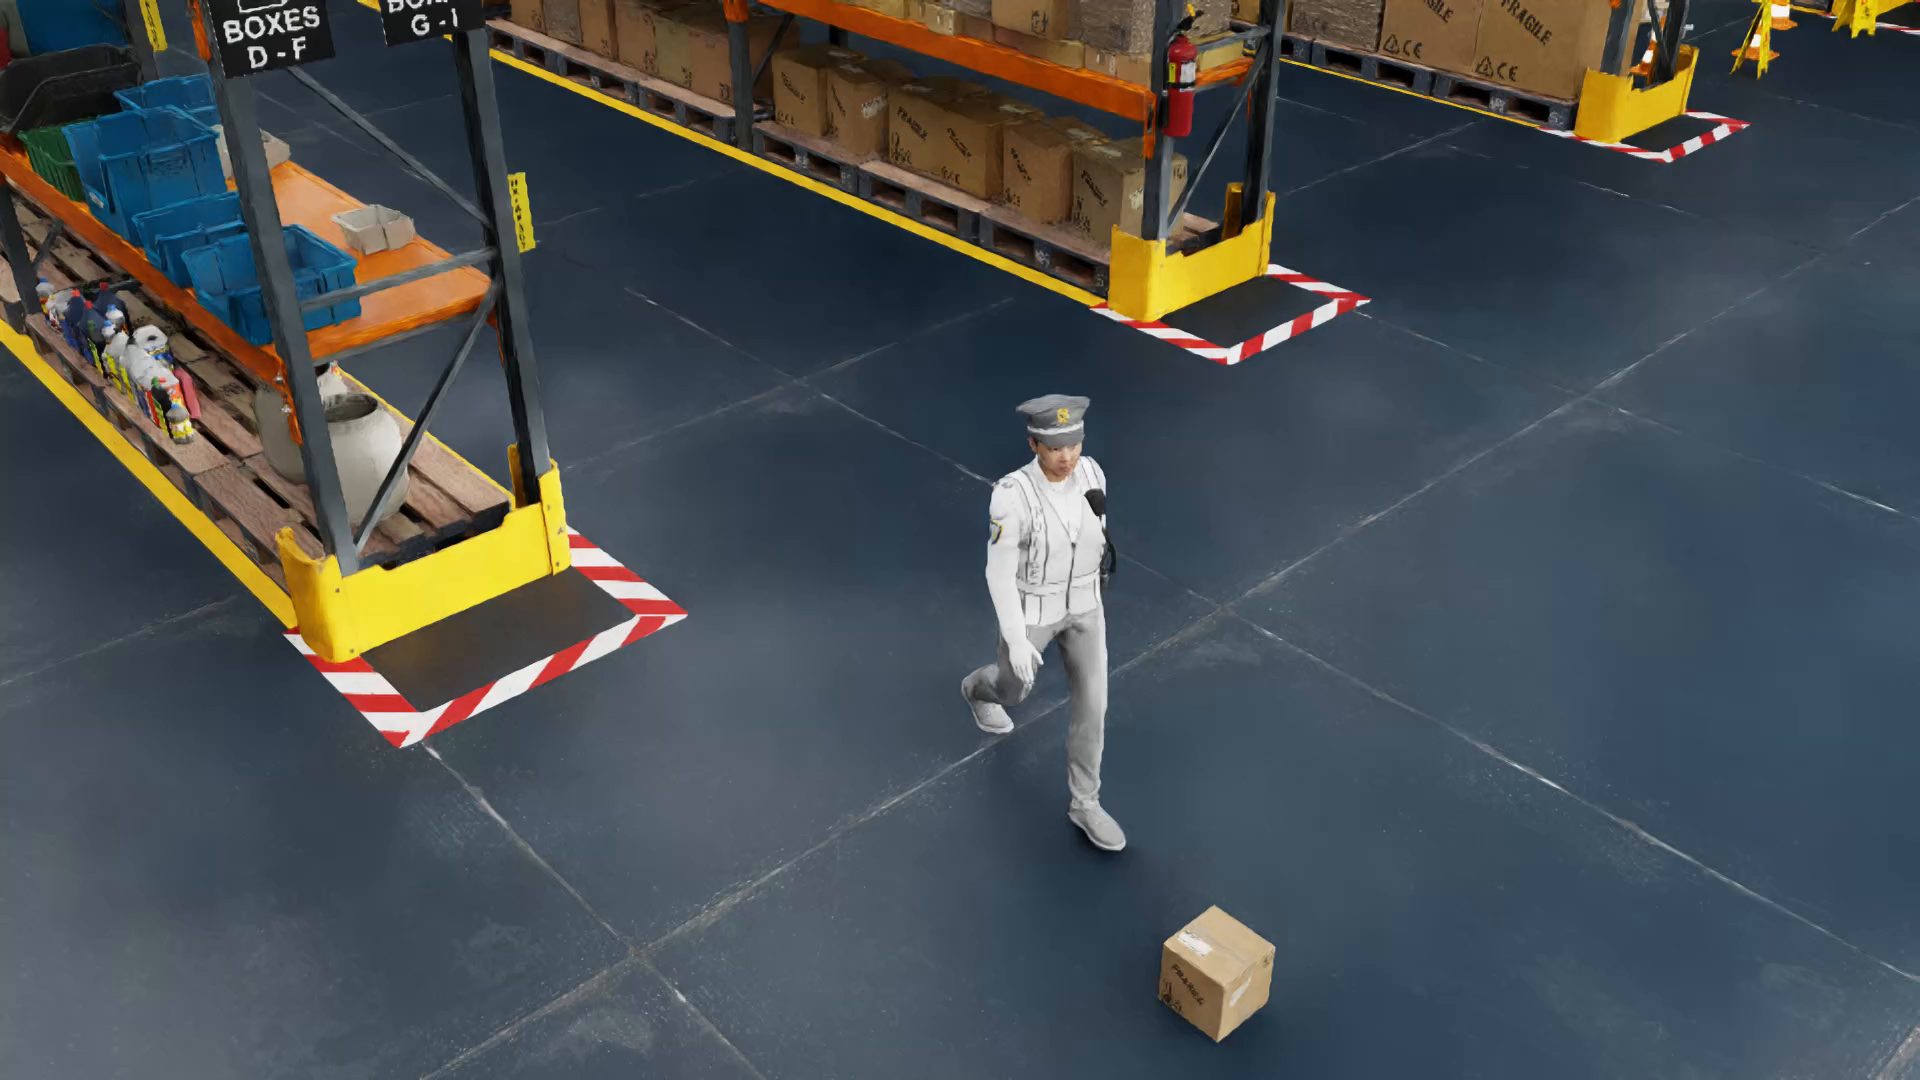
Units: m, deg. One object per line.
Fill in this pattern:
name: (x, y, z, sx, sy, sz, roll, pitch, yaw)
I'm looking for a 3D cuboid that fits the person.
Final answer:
person: (0.298, 0.208, 5.779, 0.513, 1.638, 0.958, -13, 34, -20)
